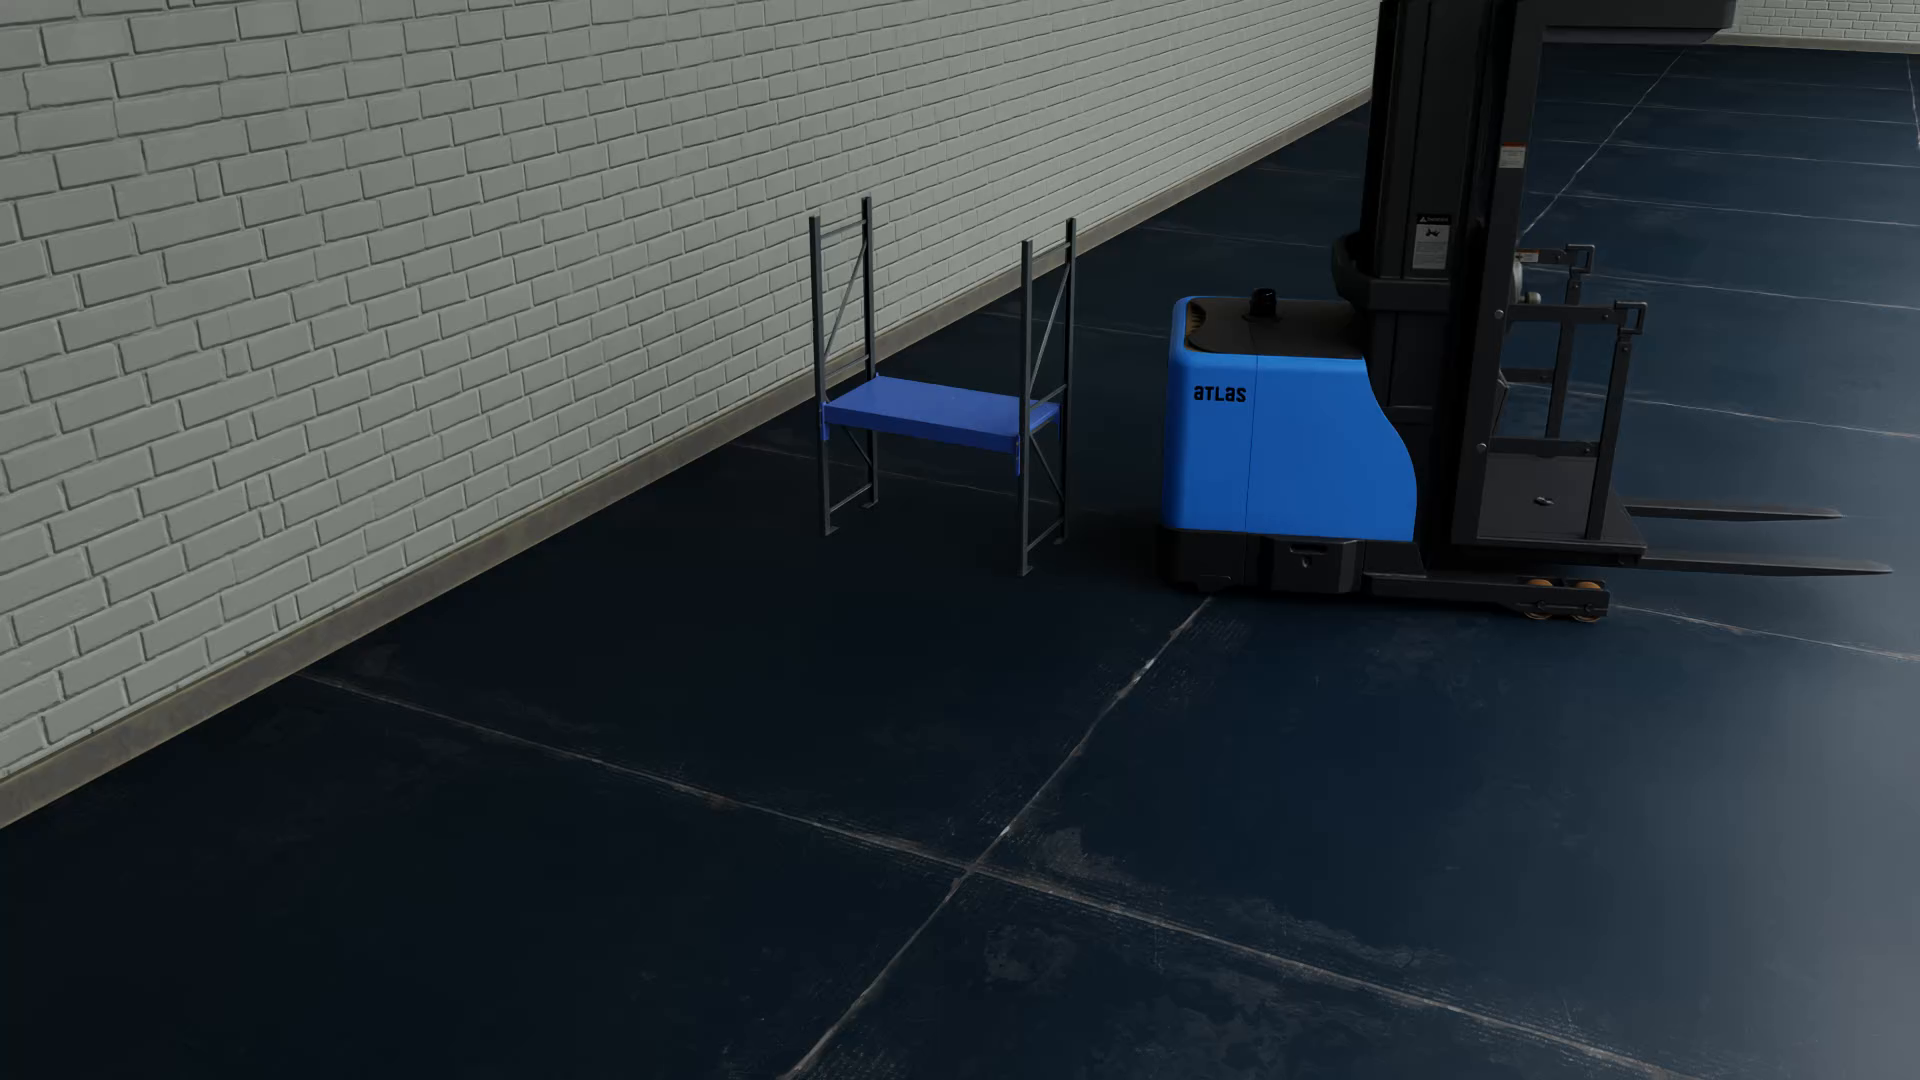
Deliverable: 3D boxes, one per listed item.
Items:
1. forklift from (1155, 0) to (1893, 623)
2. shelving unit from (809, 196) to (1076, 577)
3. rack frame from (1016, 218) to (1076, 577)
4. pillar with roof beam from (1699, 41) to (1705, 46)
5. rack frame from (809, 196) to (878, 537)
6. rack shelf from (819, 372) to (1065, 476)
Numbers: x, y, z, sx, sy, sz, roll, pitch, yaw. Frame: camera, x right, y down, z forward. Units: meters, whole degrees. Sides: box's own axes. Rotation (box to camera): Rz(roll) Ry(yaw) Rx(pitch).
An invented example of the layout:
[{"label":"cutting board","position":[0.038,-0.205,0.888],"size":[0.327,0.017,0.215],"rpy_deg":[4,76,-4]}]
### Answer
[{"label":"forklift","position":[2.409,-1.227,6.891],"size":[3.031,2.935,1.130],"rpy_deg":[3,23,8]},{"label":"shelving unit","position":[-0.076,-0.705,7.492],"size":[1.048,1.500,0.538],"rpy_deg":[11,25,25]},{"label":"rack frame","position":[0.378,-0.615,7.281],"size":[0.032,1.500,0.500],"rpy_deg":[11,25,25]},{"label":"pillar with roof beam","position":[9.460,-10.386,20.673],"size":[0.400,9.000,9.100],"rpy_deg":[11,25,25]},{"label":"rack frame","position":[-0.530,-0.795,7.703],"size":[0.032,1.500,0.500],"rpy_deg":[11,25,25]},{"label":"rack shelf","position":[-0.076,-0.540,7.562],"size":[1.000,0.185,0.538],"rpy_deg":[11,25,25]}]
